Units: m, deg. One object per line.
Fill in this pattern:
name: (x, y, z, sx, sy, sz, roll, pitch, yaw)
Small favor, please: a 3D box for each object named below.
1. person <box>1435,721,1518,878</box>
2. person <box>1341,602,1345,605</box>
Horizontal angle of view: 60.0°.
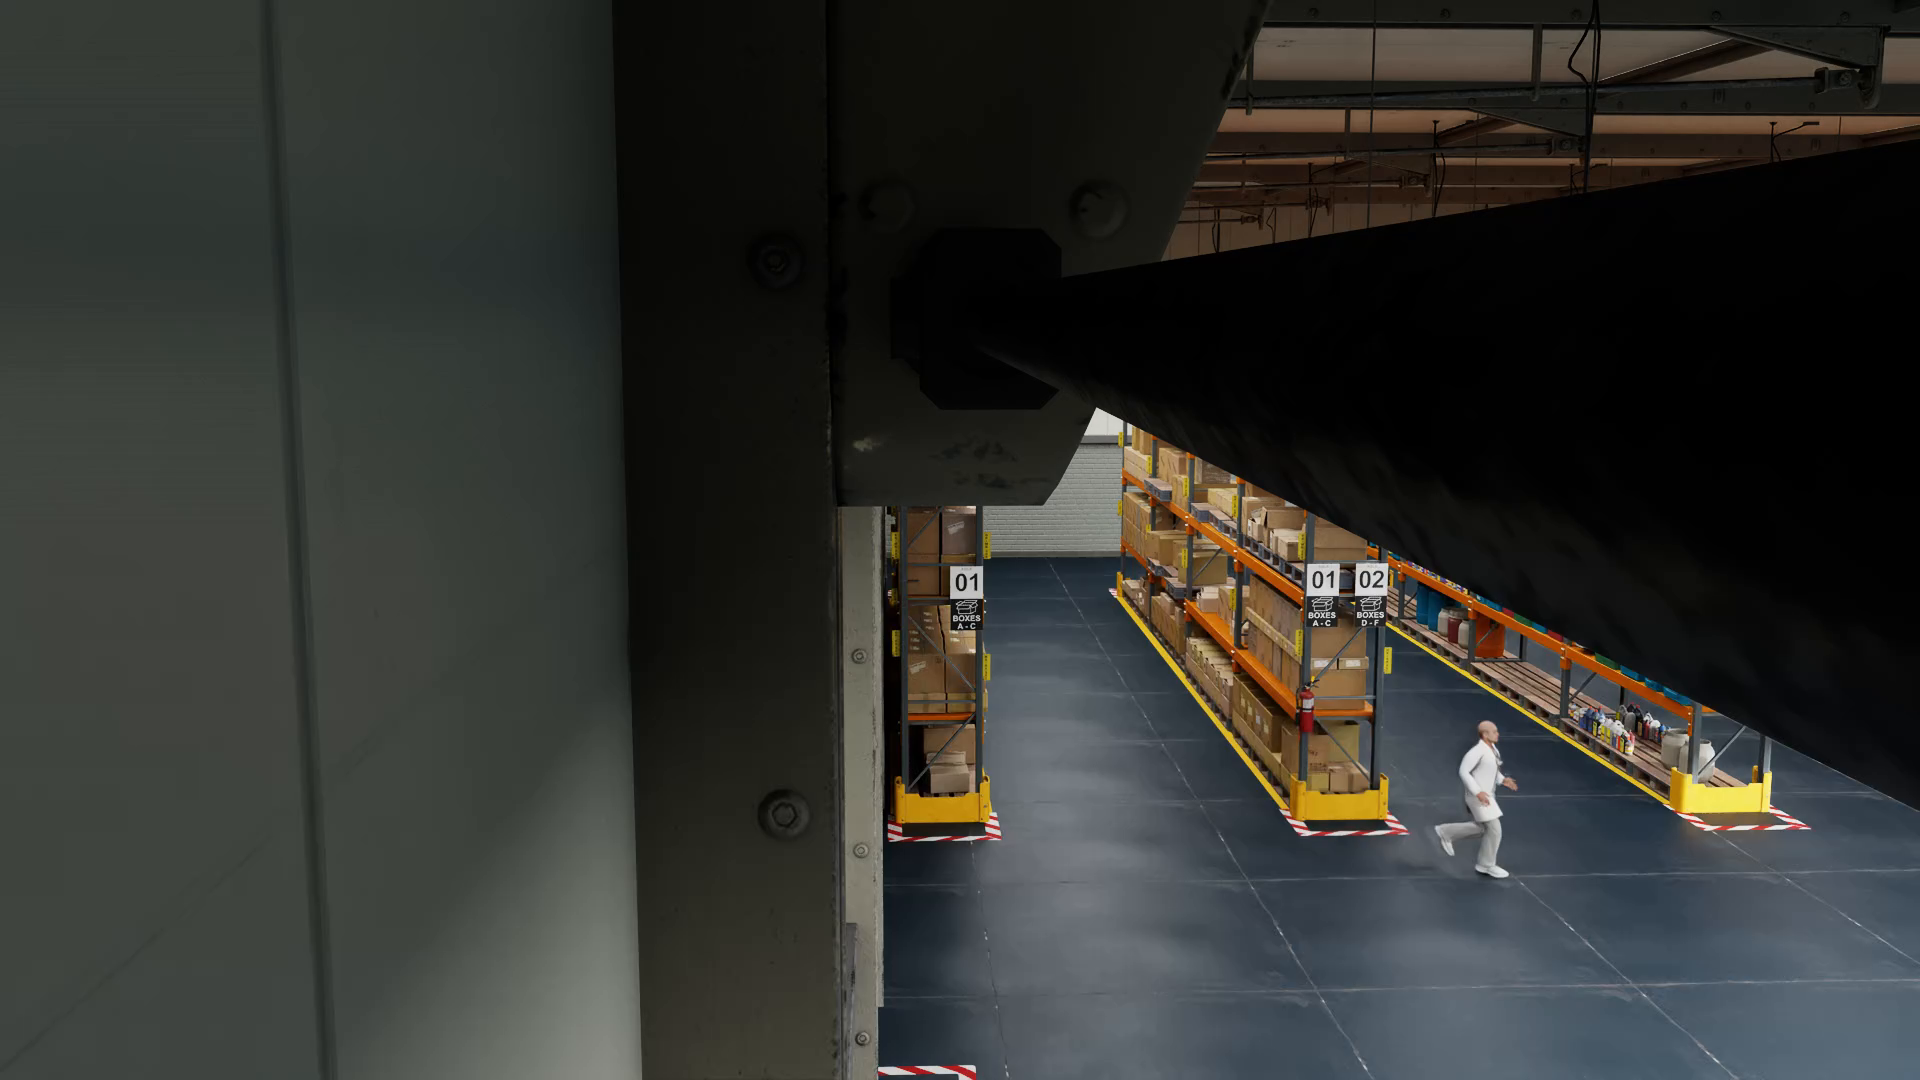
person: (5.752, 2.869, 18.643, 0.864, 1.744, 0.696, 5, 9, 31)
person: (6.809, 1.303, 30.247, 0.515, 1.562, 0.596, -3, 9, -19)
